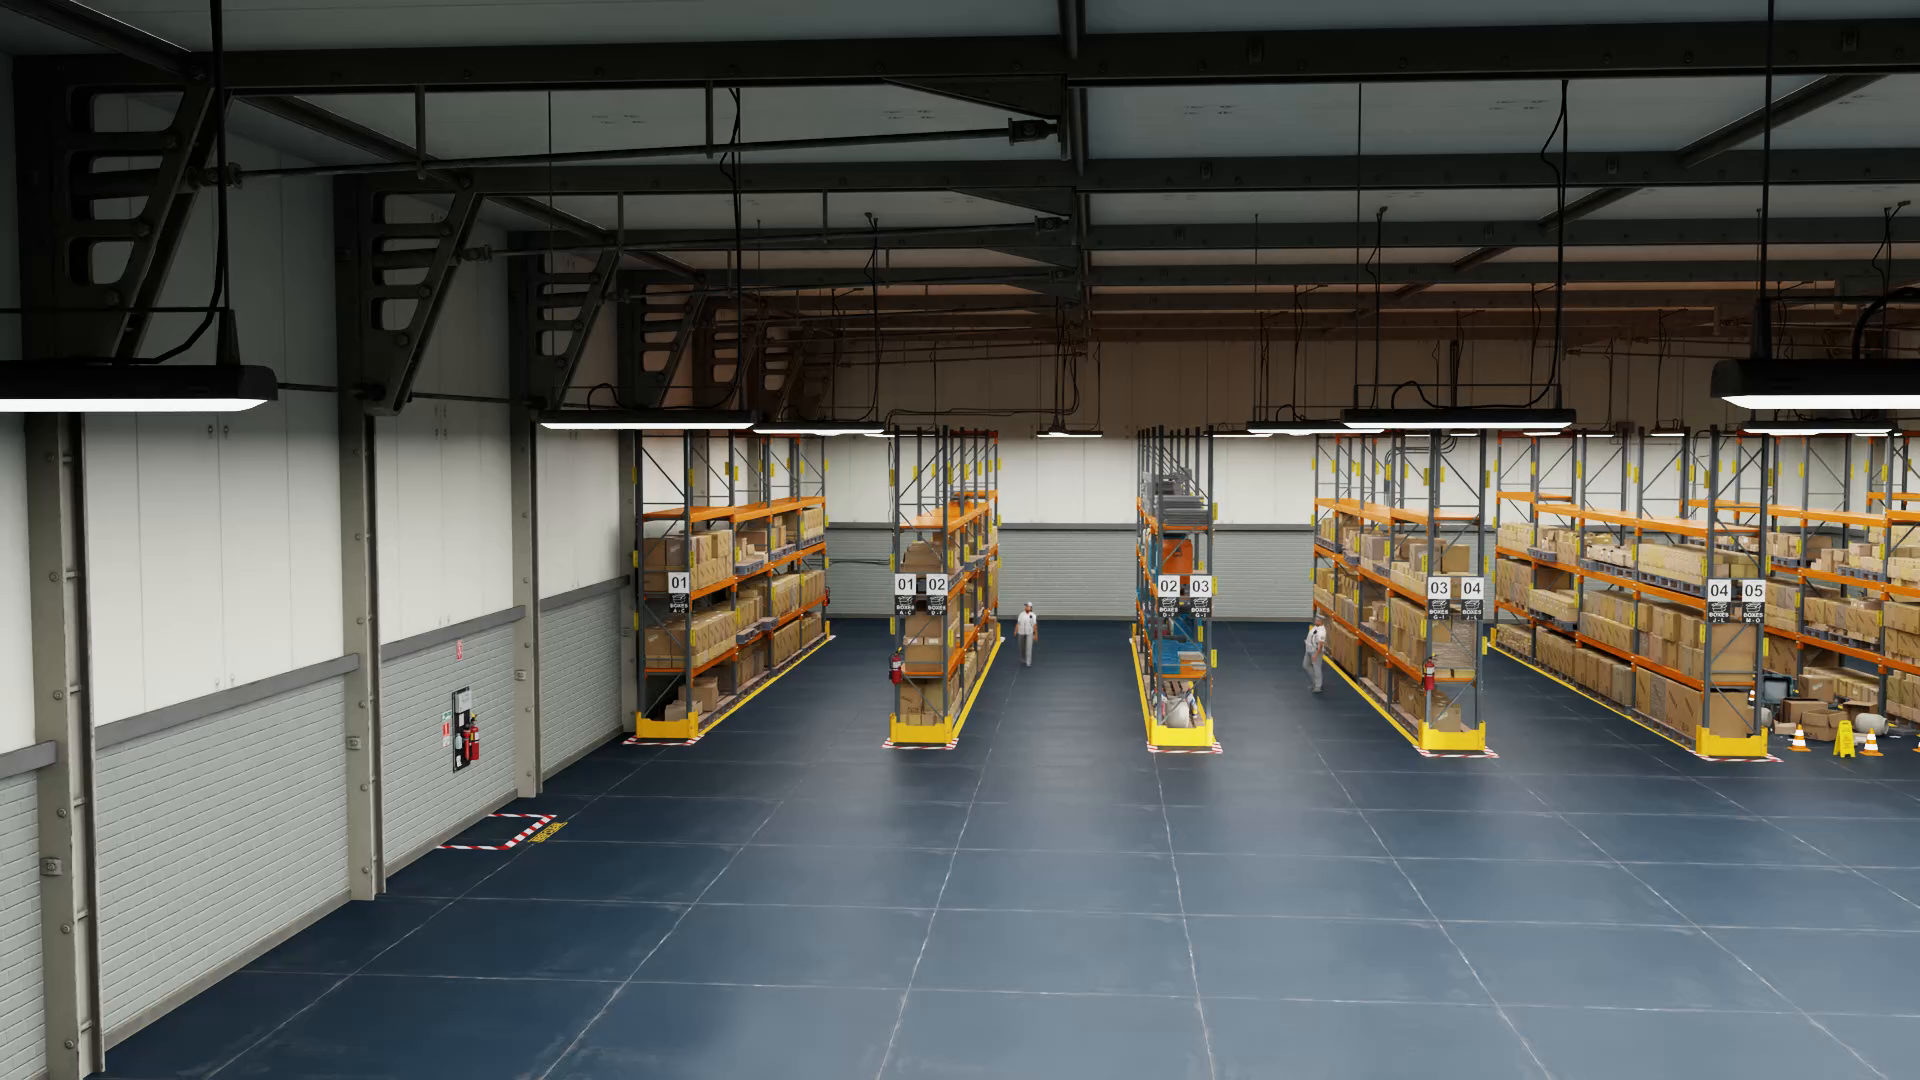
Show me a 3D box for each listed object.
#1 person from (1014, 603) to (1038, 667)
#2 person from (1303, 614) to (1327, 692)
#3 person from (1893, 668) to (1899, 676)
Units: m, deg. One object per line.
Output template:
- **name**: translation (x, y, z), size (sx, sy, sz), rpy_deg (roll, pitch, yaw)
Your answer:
- **person**: translation (1.673, 2.394, 42.125), size (0.606, 1.607, 0.927), rpy_deg (0, 3, 8)
- **person**: translation (8.114, 2.570, 37.960), size (0.454, 1.782, 0.647), rpy_deg (-1, 4, -19)
- **person**: translation (21.110, 2.695, 37.160), size (0.427, 1.592, 0.735), rpy_deg (-3, 5, -44)
